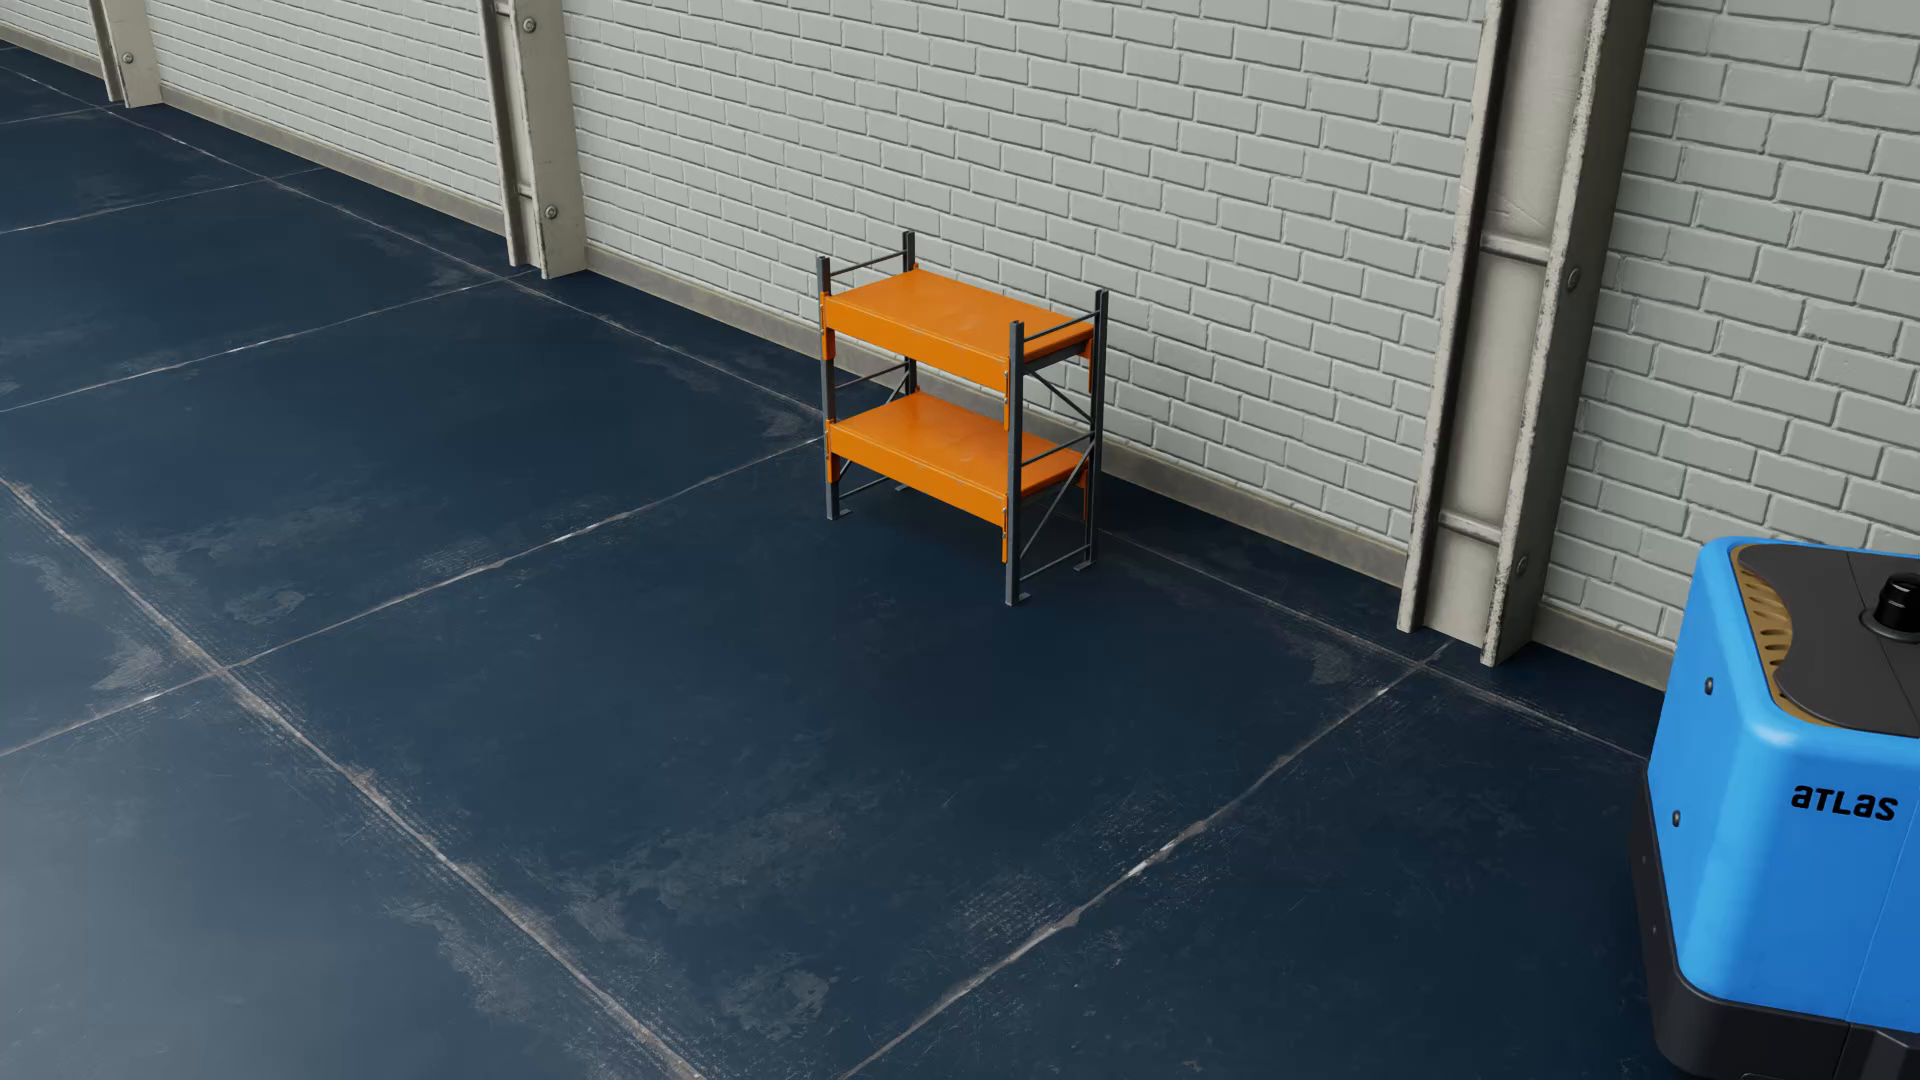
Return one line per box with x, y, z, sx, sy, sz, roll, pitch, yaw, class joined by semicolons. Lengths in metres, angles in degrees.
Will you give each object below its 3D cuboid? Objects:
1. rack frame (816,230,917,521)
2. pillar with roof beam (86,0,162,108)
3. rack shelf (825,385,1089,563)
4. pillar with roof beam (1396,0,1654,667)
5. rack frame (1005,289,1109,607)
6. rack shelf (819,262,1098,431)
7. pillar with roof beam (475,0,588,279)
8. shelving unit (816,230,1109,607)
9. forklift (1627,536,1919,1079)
-0.367;-0.666;6.808;0.032;1.125;0.500;25;36;38;rack frame
-9.719;-6.133;8.744;0.400;9.000;9.100;25;36;38;pillar with roof beam
-0.005;-0.284;6.606;1.000;0.278;0.538;25;36;38;rack shelf
-1.162;-2.217;1.297;0.400;9.000;9.100;25;36;38;pillar with roof beam
0.358;-0.334;6.177;0.032;1.125;0.500;25;36;38;rack frame
-0.005;-0.759;6.356;1.000;0.278;0.538;25;36;38;rack shelf
-5.440;-4.175;5.021;0.400;9.000;9.100;25;36;38;pillar with roof beam
-0.005;-0.500;6.492;1.048;1.125;0.538;25;36;38;shelving unit
3.326;0.022;3.559;3.031;2.935;1.130;7;29;13;forklift
